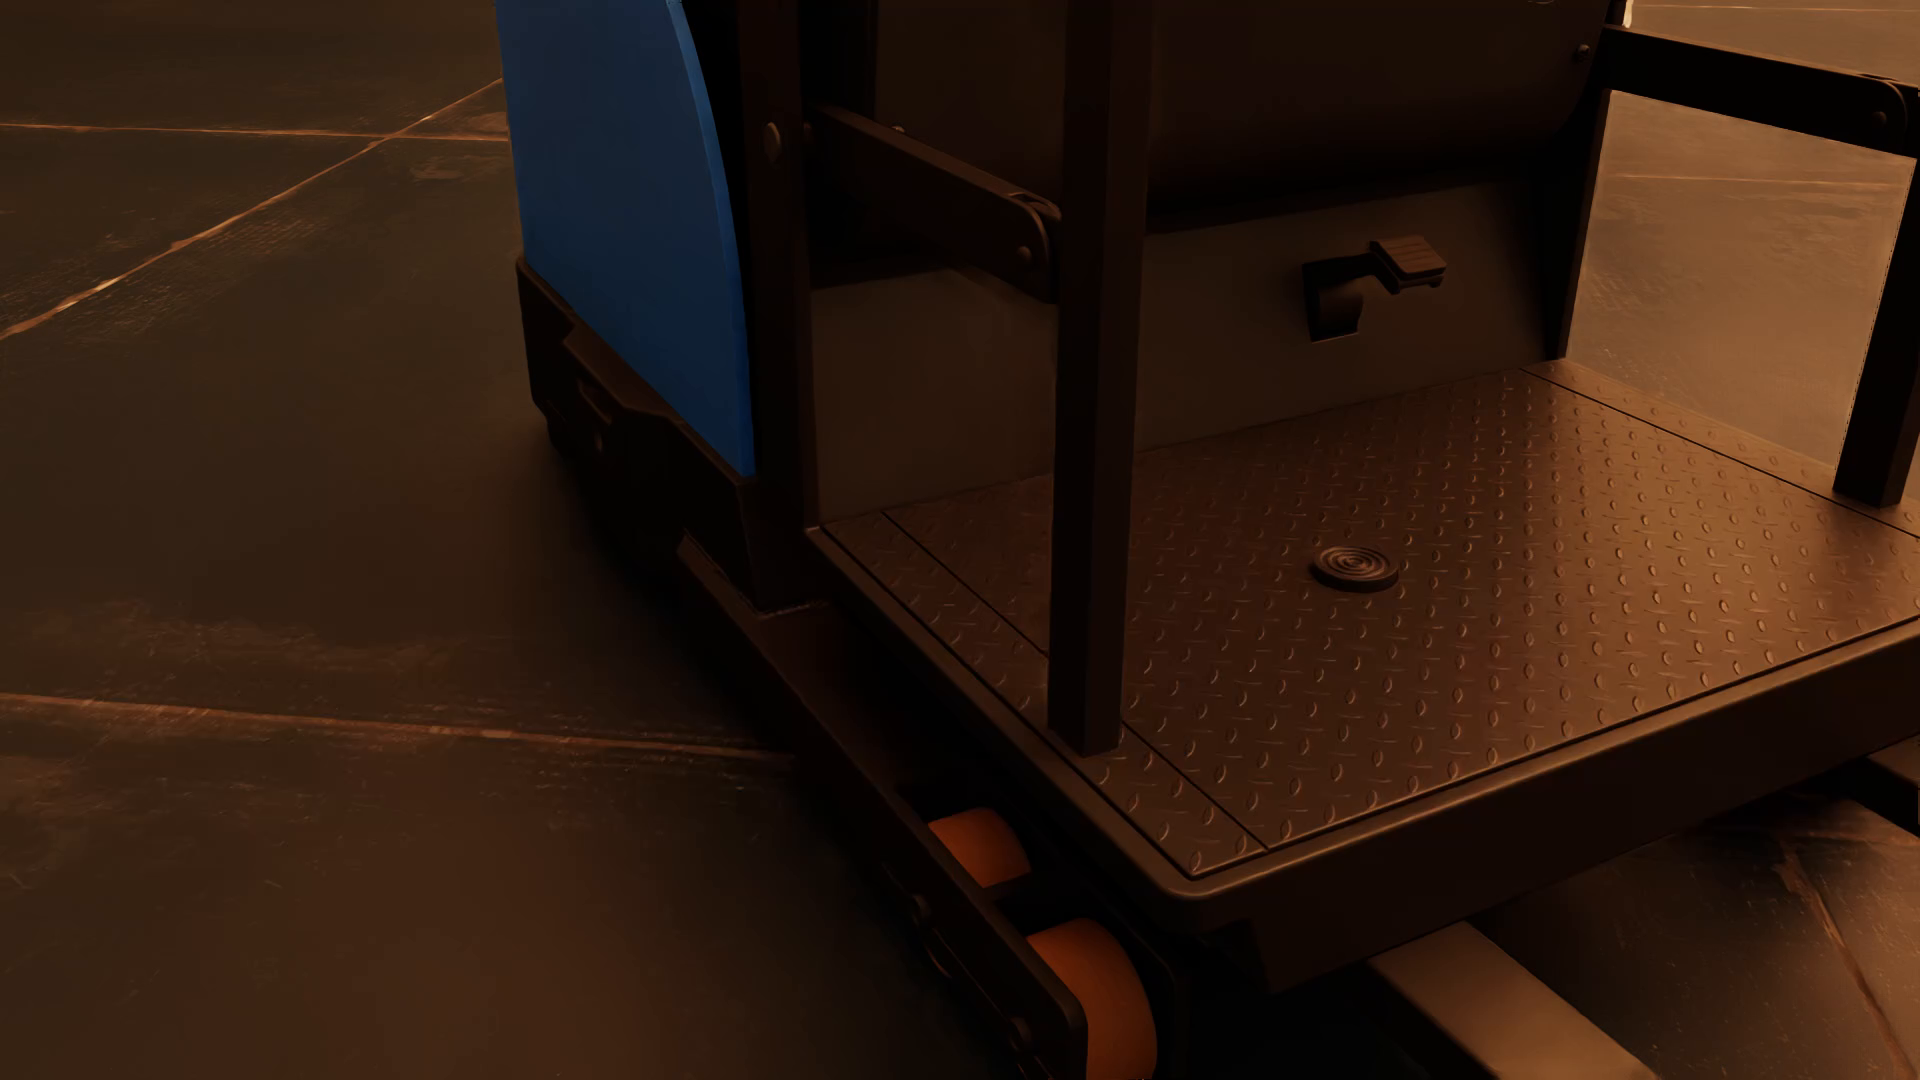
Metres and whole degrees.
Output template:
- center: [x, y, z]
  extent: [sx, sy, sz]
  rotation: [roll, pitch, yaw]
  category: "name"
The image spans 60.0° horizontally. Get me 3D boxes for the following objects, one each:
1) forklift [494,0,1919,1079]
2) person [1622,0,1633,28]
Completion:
- center: [0.410, -1.035, 1.291]
  extent: [1.130, 2.935, 3.031]
  rotation: [-13, 30, -25]
  category: "forklift"
- center: [1.737, -1.940, 4.414]
  extent: [0.916, 1.762, 0.715]
  rotation: [3, 27, 5]
  category: "person"
